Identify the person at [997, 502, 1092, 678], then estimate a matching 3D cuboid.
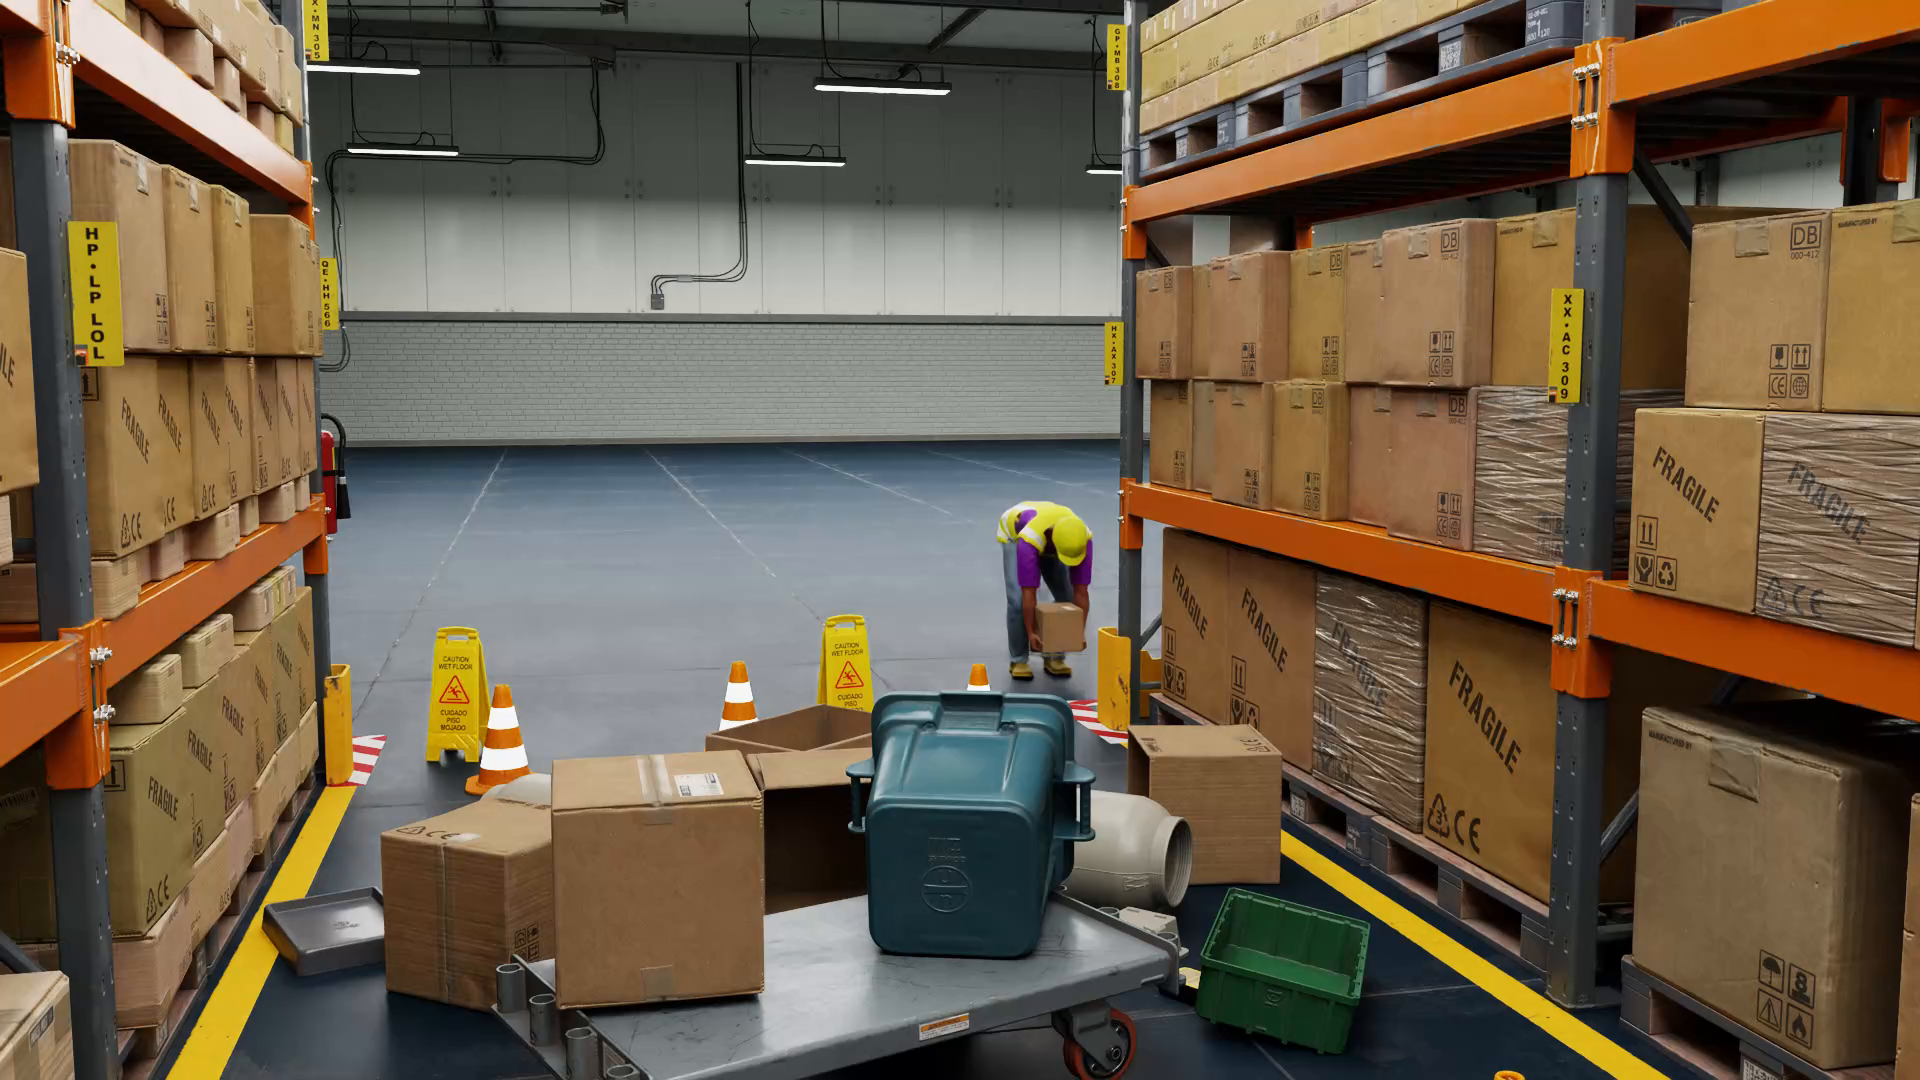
[{"bbox_3d":[0.544,0.319,10.087,0.479,1.075,0.982,-2,6,-16],"label":"person"}]
